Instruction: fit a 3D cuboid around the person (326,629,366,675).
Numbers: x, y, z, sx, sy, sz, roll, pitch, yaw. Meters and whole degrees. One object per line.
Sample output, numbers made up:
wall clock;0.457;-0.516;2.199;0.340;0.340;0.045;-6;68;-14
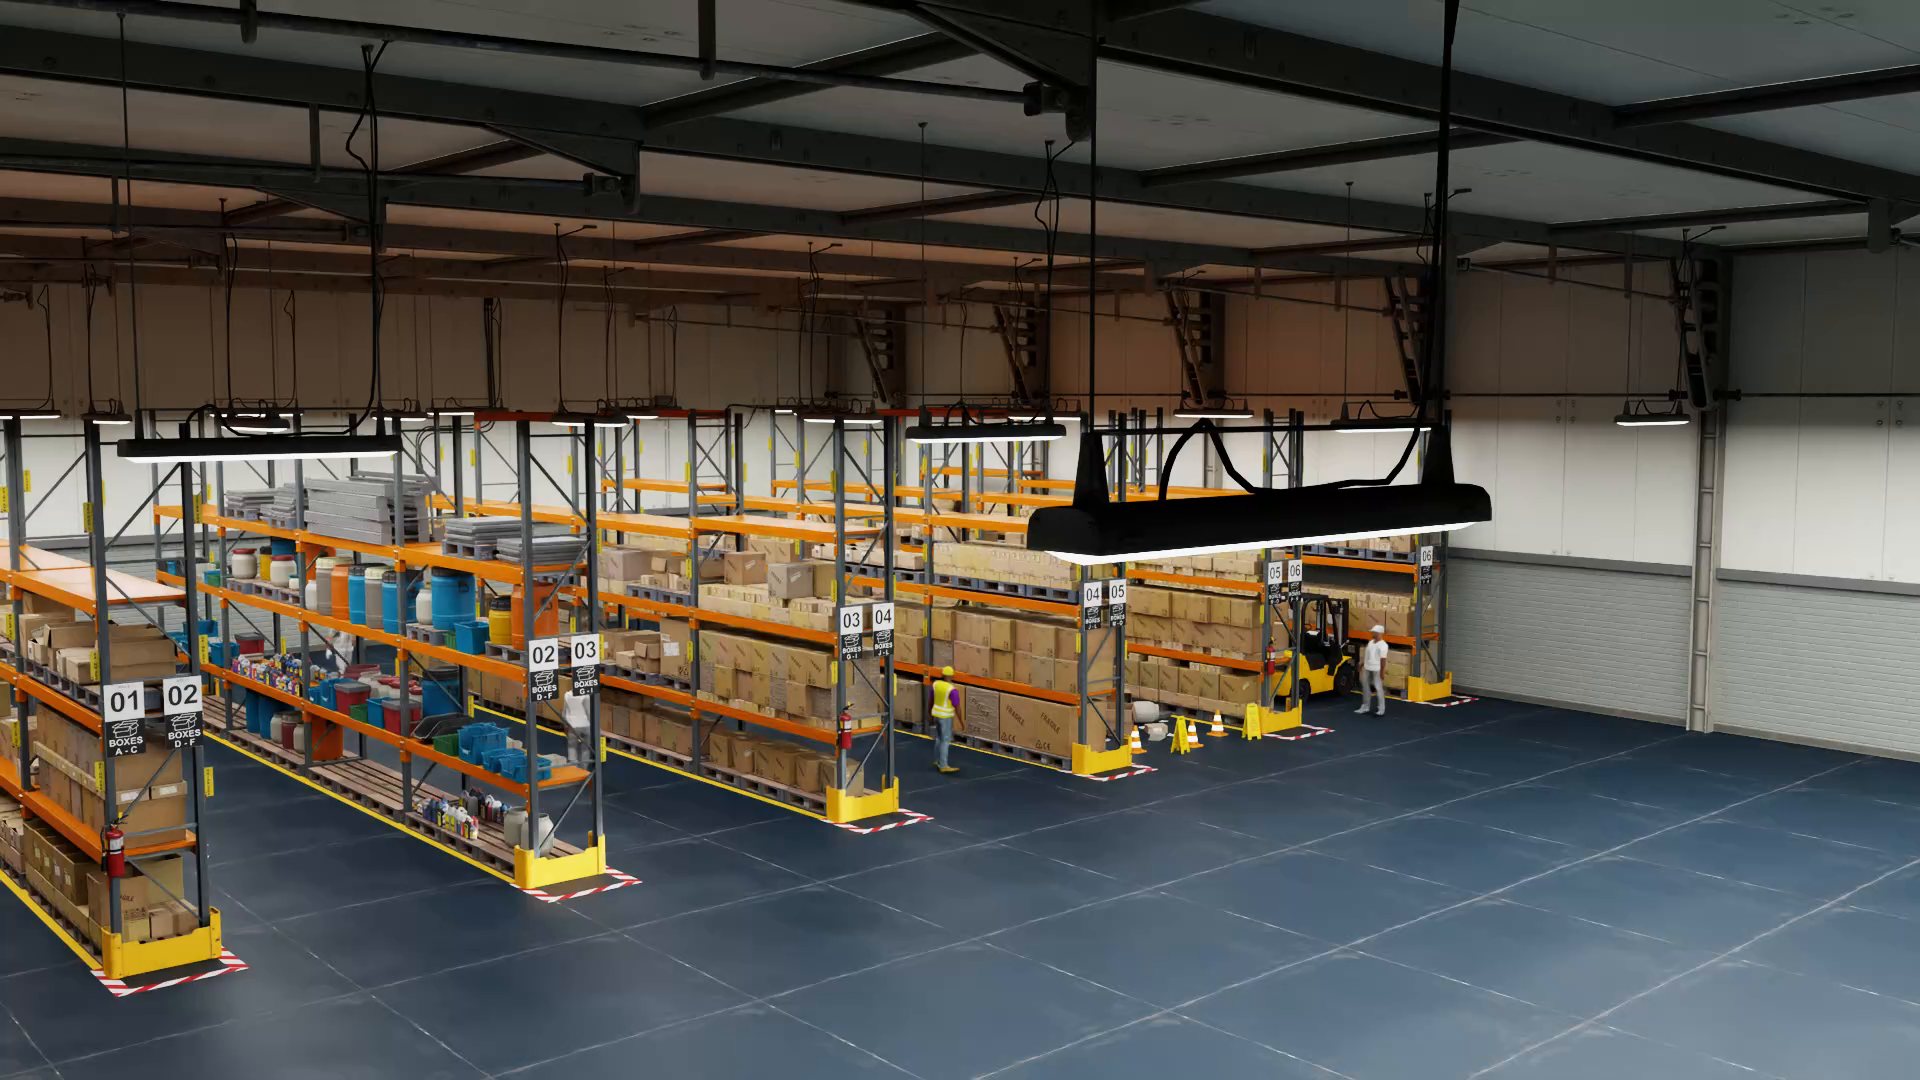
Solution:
person;-13.062;2.399;35.273;0.759;1.812;0.877;-4;7;-41

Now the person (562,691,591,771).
person;-6.225;3.053;27.114;0.525;1.766;0.524;-1;5;-6

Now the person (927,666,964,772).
person;-0.263;3.009;28.005;0.483;1.804;0.690;-4;6;-36

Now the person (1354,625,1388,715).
person;8.122;2.557;32.850;0.430;1.782;0.763;-3;6;-31
